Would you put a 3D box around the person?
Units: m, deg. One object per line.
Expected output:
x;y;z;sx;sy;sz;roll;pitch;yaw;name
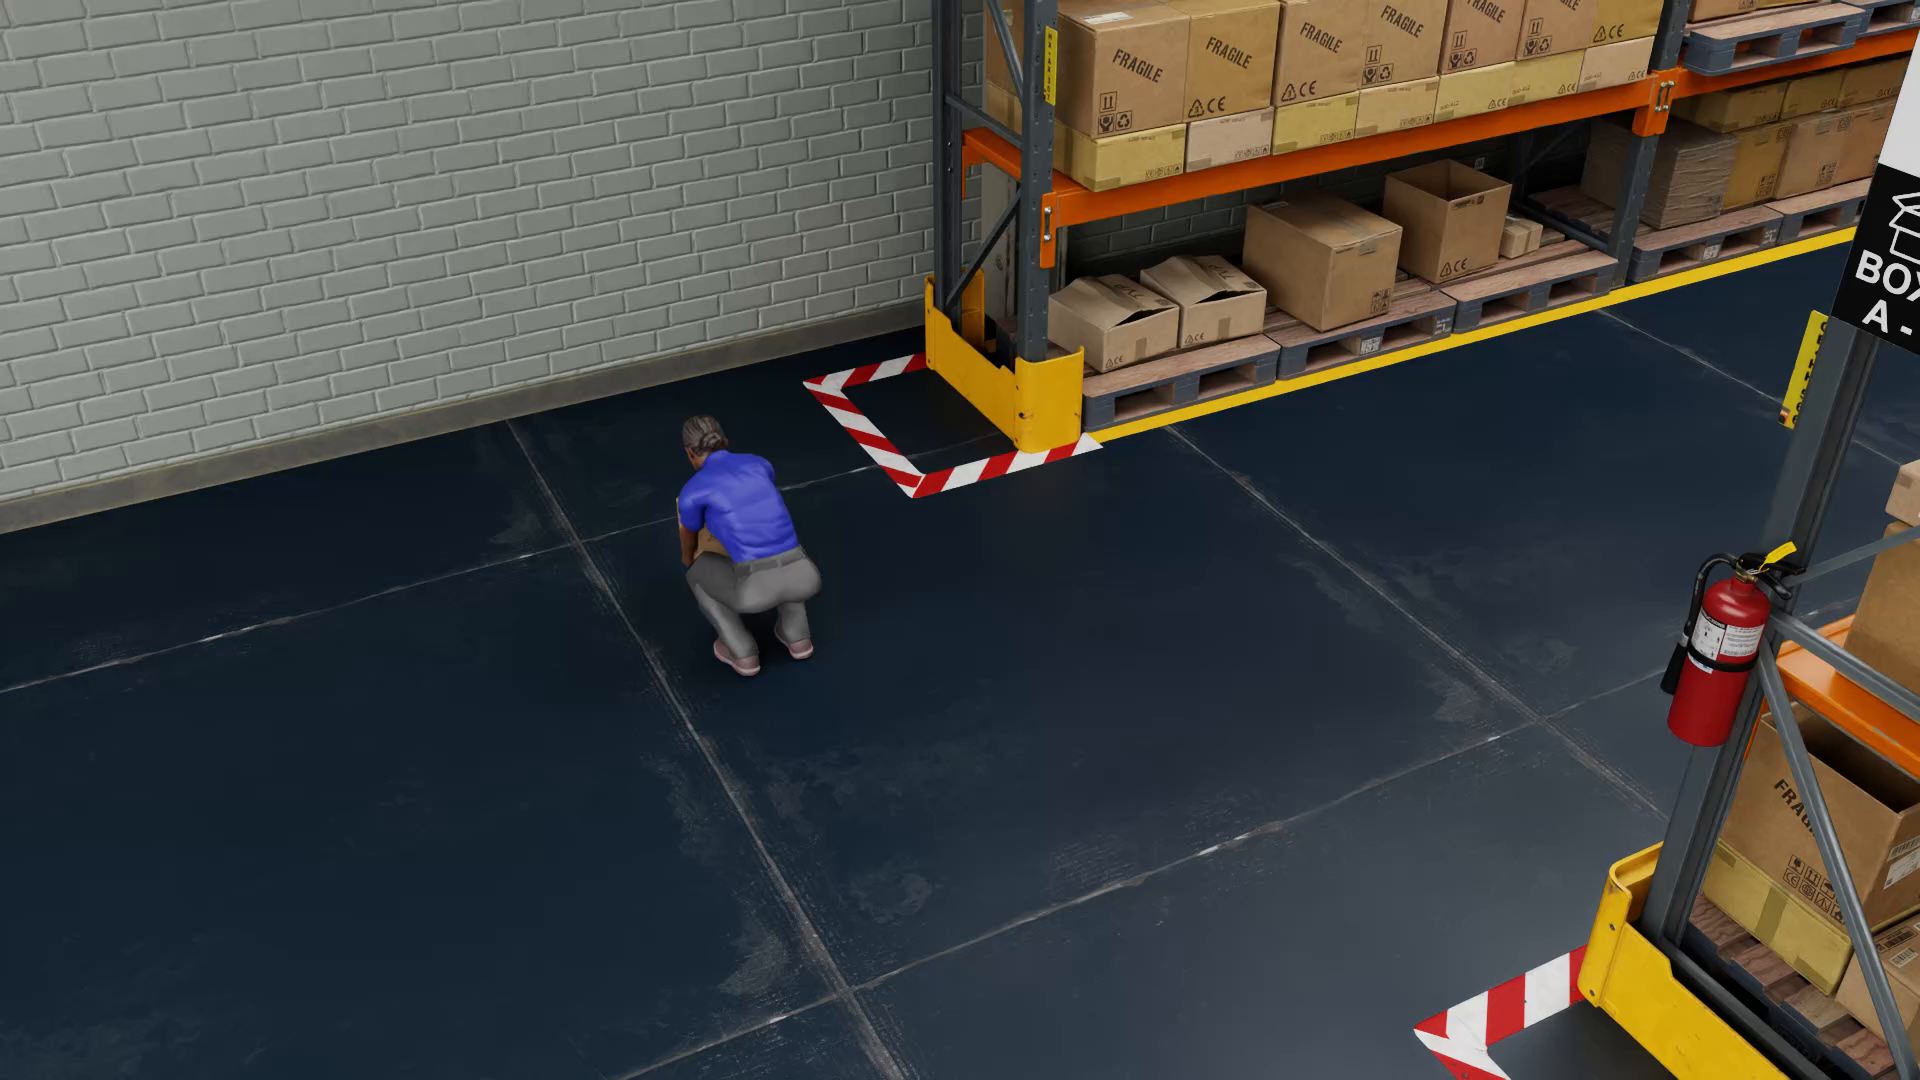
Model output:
-0.889;-0.018;6.793;0.462;0.905;0.835;-17;37;-24;person
